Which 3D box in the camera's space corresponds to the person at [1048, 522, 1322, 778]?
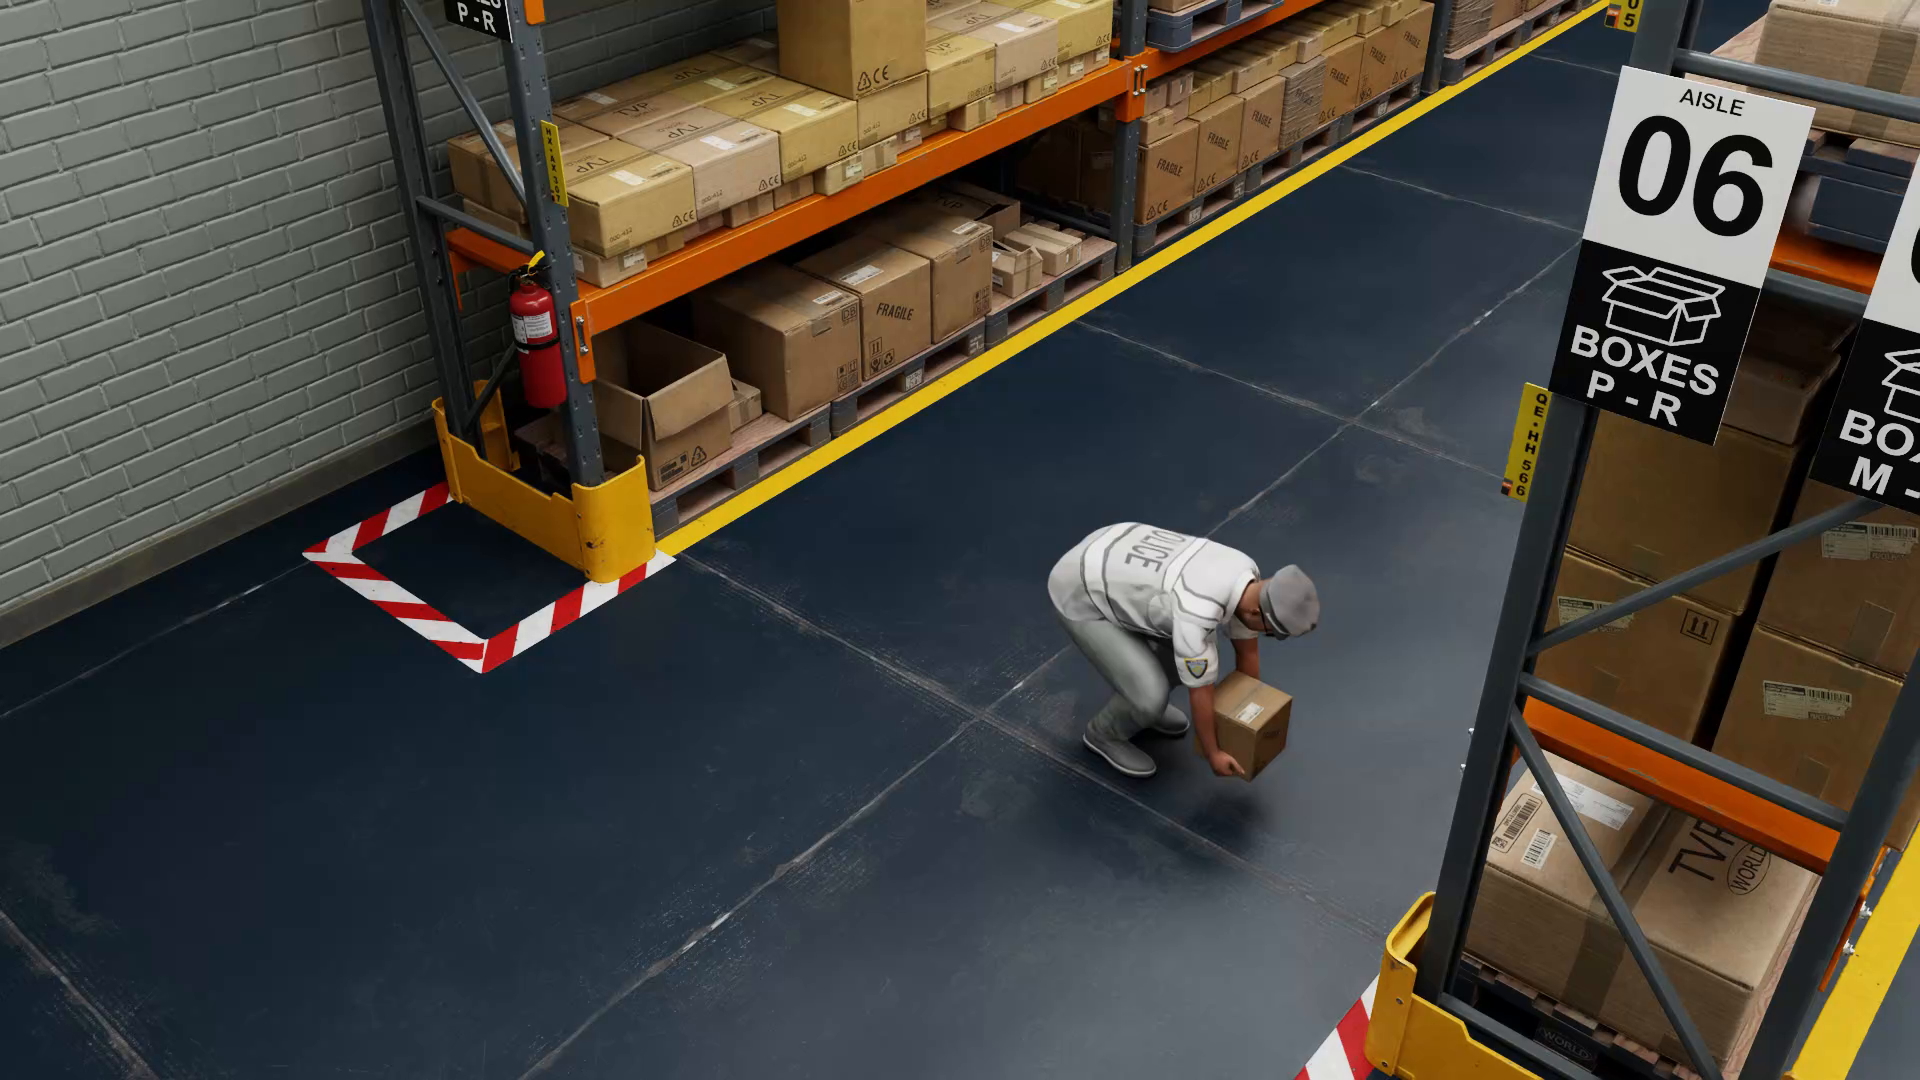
[{"bbox_3d":[0.812,0.414,6.178,1.023,1.030,0.536,24,41,30],"label":"person"}]
